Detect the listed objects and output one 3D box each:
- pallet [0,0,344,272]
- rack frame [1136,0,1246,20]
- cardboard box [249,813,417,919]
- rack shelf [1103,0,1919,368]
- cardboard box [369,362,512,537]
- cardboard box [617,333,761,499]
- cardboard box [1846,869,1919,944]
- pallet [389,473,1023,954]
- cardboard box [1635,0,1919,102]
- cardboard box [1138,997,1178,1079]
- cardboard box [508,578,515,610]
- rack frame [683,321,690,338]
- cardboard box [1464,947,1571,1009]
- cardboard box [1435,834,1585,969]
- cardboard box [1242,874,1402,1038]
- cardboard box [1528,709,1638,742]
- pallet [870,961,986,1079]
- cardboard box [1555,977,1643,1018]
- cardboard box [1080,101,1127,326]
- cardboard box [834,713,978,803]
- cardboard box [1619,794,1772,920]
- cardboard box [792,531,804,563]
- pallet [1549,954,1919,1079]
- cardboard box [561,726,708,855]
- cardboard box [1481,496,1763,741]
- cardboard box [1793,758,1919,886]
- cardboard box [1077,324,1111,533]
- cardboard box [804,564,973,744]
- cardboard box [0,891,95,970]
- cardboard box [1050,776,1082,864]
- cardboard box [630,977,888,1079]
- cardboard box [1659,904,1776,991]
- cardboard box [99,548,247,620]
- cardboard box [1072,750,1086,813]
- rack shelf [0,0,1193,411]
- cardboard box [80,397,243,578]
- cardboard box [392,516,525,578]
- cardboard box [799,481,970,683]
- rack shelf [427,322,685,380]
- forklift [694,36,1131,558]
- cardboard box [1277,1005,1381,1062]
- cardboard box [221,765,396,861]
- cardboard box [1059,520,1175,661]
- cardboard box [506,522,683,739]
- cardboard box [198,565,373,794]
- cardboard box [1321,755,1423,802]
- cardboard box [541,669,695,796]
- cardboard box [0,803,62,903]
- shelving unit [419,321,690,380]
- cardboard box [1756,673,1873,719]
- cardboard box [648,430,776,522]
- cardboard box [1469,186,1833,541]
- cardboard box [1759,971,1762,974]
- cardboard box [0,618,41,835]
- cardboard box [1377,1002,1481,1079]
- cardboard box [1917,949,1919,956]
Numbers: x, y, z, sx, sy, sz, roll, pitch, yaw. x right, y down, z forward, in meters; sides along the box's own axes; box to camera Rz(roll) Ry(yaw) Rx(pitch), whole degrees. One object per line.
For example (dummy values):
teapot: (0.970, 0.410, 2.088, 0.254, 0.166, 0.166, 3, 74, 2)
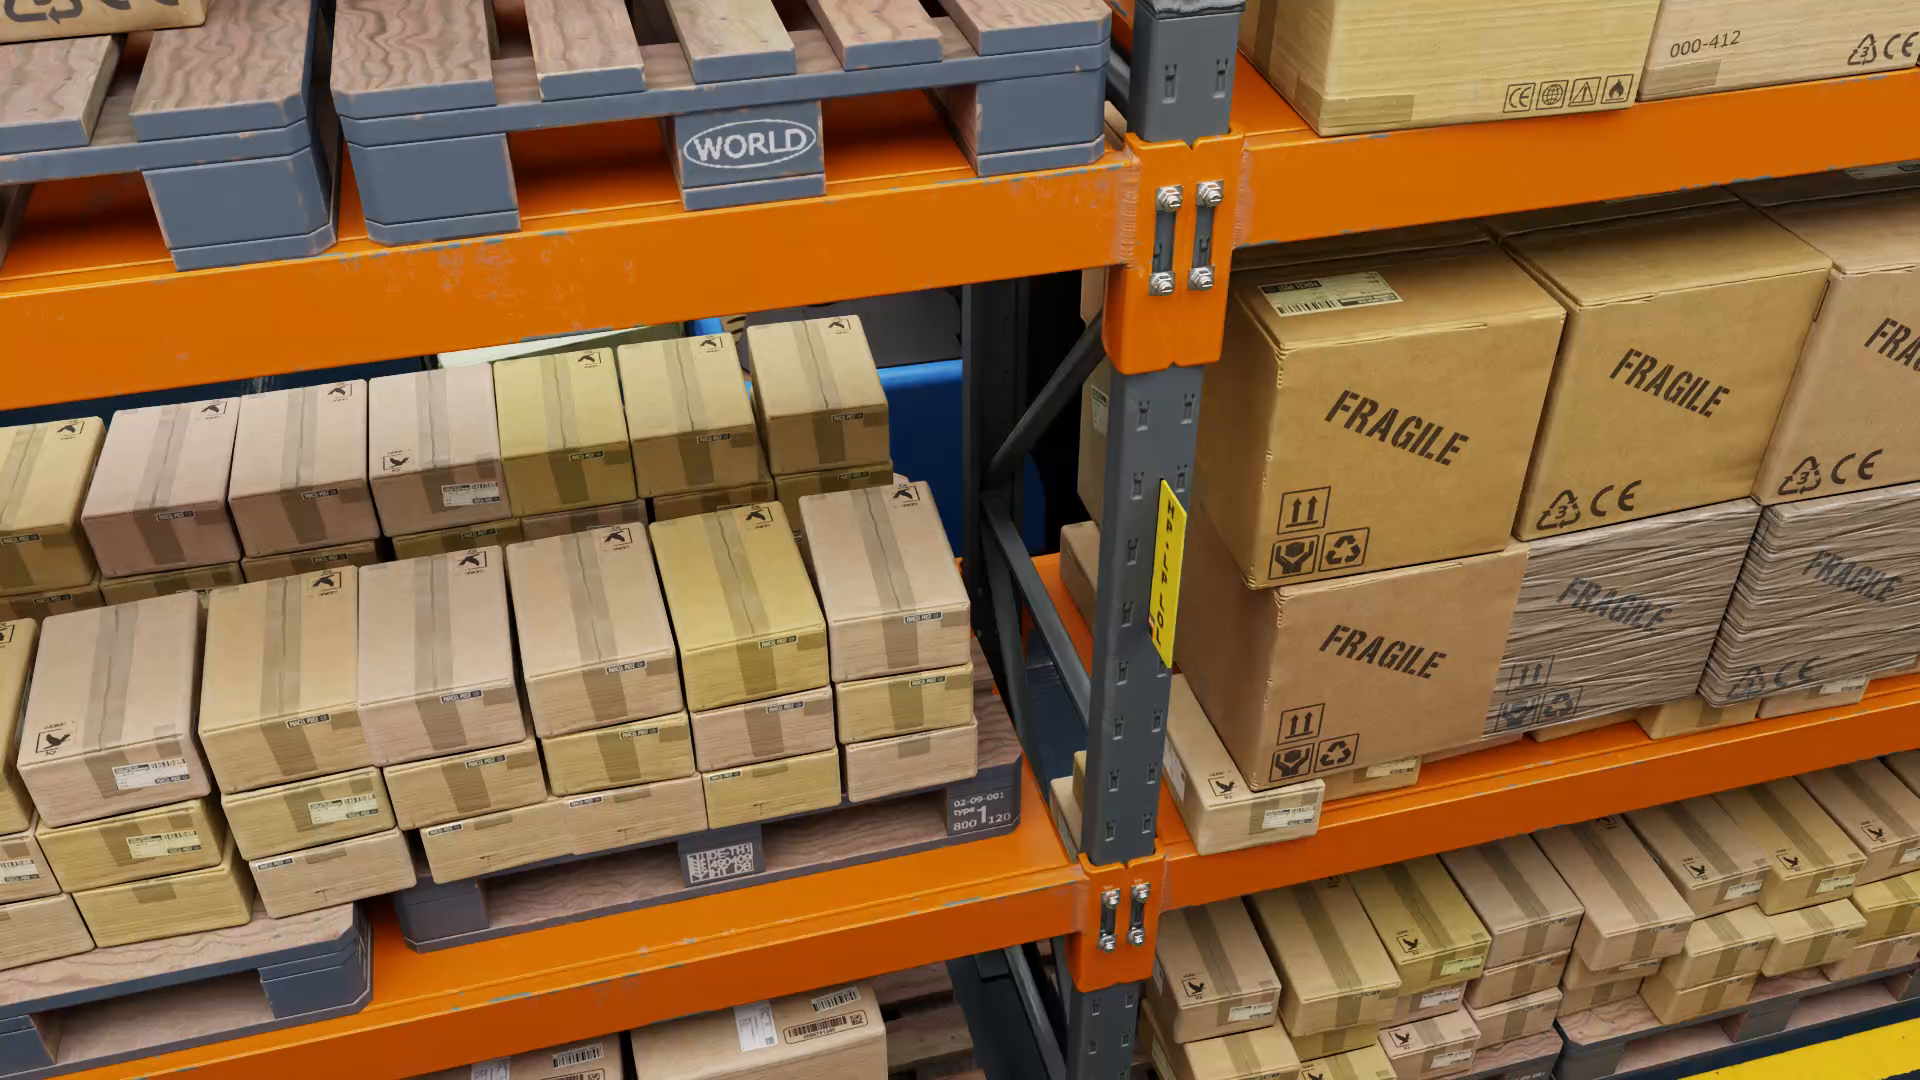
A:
pallet: (-1.431, -0.721, 2.409, 1.003, 0.211, 1.213, -9, 38, -12)
rack frame: (0.193, -2.188, 1.704, 0.127, 3.000, 1.000, -9, 38, -12)
cardboard box: (-1.140, 0.474, 3.023, 0.250, 0.149, 0.380, -11, 39, -14)
rack shelf: (2.124, -1.028, 3.248, 4.000, 0.370, 1.077, -9, 38, -12)
cardboard box: (-1.065, -0.191, 3.402, 0.250, 0.149, 0.380, -10, 38, -13)
cardboard box: (-0.575, -0.268, 3.503, 0.250, 0.149, 0.380, -8, 38, -11)
cardboard box: (2.369, 0.862, 4.410, 0.250, 0.149, 0.380, -7, 38, -10)
pallet: (-0.583, 0.307, 3.538, 1.213, 0.211, 1.003, -9, 38, -12)
cardboard box: (1.190, -0.940, 2.665, 0.500, 0.250, 0.500, -10, 39, -13)
cardboard box: (0.628, 1.291, 4.094, 0.250, 0.149, 0.380, -11, 39, -14)
cardboard box: (-1.058, 0.044, 3.584, 0.250, 0.149, 0.380, -9, 38, -11)
rack frame: (-0.908, -0.337, 5.456, 0.023, 1.500, 0.400, -16, 40, -19)
cardboard box: (1.335, 0.979, 4.257, 0.250, 0.149, 0.380, -11, 39, -14)
cardboard box: (1.338, 0.859, 4.170, 0.250, 0.149, 0.380, -10, 39, -13)
cardboard box: (0.861, 0.982, 4.008, 0.250, 0.149, 0.380, -8, 38, -10)
cardboard box: (1.289, 0.245, 3.668, 0.250, 0.149, 0.380, -11, 39, -14)
pallet: (-0.558, 1.427, 4.211, 1.213, 0.211, 1.003, -9, 38, -12)
cardboard box: (1.594, 1.046, 4.414, 0.250, 0.149, 0.380, -11, 39, -14)
cardboard box: (0.576, -0.593, 3.407, 0.500, 0.500, 0.500, -11, 39, -14)
cardboard box: (-0.139, 0.307, 3.241, 0.250, 0.149, 0.380, -10, 39, -13)
cardboard box: (1.847, 0.775, 4.280, 0.250, 0.149, 0.380, -11, 39, -14)
cardboard box: (-0.307, -0.080, 3.746, 0.250, 0.149, 0.380, -11, 39, -14)
pallet: (2.012, 0.980, 4.795, 1.213, 0.211, 1.003, -9, 38, -12)
cardboard box: (-0.630, 0.387, 3.137, 0.250, 0.149, 0.380, -9, 38, -12)
cardboard box: (1.213, 0.024, 3.423, 0.500, 0.500, 0.500, -9, 38, -12)
cardboard box: (2.340, 0.700, 4.377, 0.250, 0.149, 0.380, -11, 39, -13)
cardboard box: (0.586, -0.205, 3.723, 0.500, 0.500, 0.500, -9, 38, -12)
cardboard box: (-0.140, 0.189, 3.151, 0.250, 0.149, 0.380, -8, 38, -11)
cardboard box: (-1.653, 0.557, 2.914, 0.250, 0.149, 0.380, -11, 39, -13)
cardboard box: (0.414, 0.806, 4.484, 0.250, 0.149, 0.380, -9, 38, -11)
cardboard box: (-0.460, 0.989, 3.582, 0.500, 0.250, 0.500, -10, 39, -13)
cardboard box: (1.866, 0.946, 4.300, 0.250, 0.149, 0.380, -10, 38, -12)
cardboard box: (-1.573, 0.013, 3.380, 0.250, 0.149, 0.380, -10, 39, -13)
cardboard box: (0.469, 0.715, 4.358, 0.250, 0.149, 0.380, -8, 38, -11)
rack shelf: (-1.738, -0.394, 2.420, 4.000, 0.370, 1.077, -9, 38, -12)
cardboard box: (-1.555, -0.110, 3.297, 0.250, 0.149, 0.380, -8, 38, -10)
cardboard box: (-1.057, -0.073, 3.493, 0.250, 0.149, 0.380, -11, 39, -14)
cardboard box: (-0.144, 0.070, 3.062, 0.250, 0.149, 0.380, -8, 38, -10)
rack shelf: (-1.241, -0.554, 5.098, 0.720, 0.370, 0.431, -16, 40, -19)
forklift: (0.613, -1.252, 5.475, 3.031, 2.935, 1.130, -8, 38, -11)
cardboard box: (0.847, 1.080, 4.126, 0.250, 0.149, 0.380, -9, 38, -12)
cardboard box: (-1.148, 0.355, 2.934, 0.250, 0.149, 0.380, -11, 39, -14)
cardboard box: (0.408, 0.112, 3.841, 0.250, 0.149, 0.380, -10, 38, -12)
cardboard box: (-0.653, 0.152, 2.953, 0.250, 0.149, 0.380, -11, 39, -13)
cardboard box: (-1.144, 0.231, 2.851, 0.250, 0.149, 0.380, -11, 39, -13)
cardboard box: (0.782, 0.357, 3.521, 0.250, 0.149, 0.380, -8, 38, -11)
cardboard box: (-0.634, 0.269, 3.046, 0.250, 0.149, 0.380, -8, 38, -10)
cardboard box: (-1.647, 0.435, 2.829, 0.250, 0.149, 0.380, -8, 38, -10)
shelving unit: (-1.241, -0.244, 5.335, 0.755, 1.500, 0.431, -16, 40, -19)
cardboard box: (1.810, 0.205, 3.721, 0.250, 0.149, 0.380, -8, 38, -10)
cardboard box: (-0.557, -0.155, 3.601, 0.250, 0.149, 0.380, -10, 39, -13)
cardboard box: (1.189, -0.380, 3.128, 0.500, 0.500, 0.500, -10, 39, -13)
cardboard box: (2.104, 0.975, 4.507, 0.250, 0.149, 0.380, -8, 38, -11)
cardboard box: (-1.662, 0.319, 2.735, 0.250, 0.149, 0.380, -10, 39, -13)
cardboard box: (1.112, 1.179, 4.241, 0.250, 0.149, 0.380, -9, 38, -12)
cardboard box: (2.637, 0.948, 4.543, 0.250, 0.149, 0.380, -11, 39, -14)
